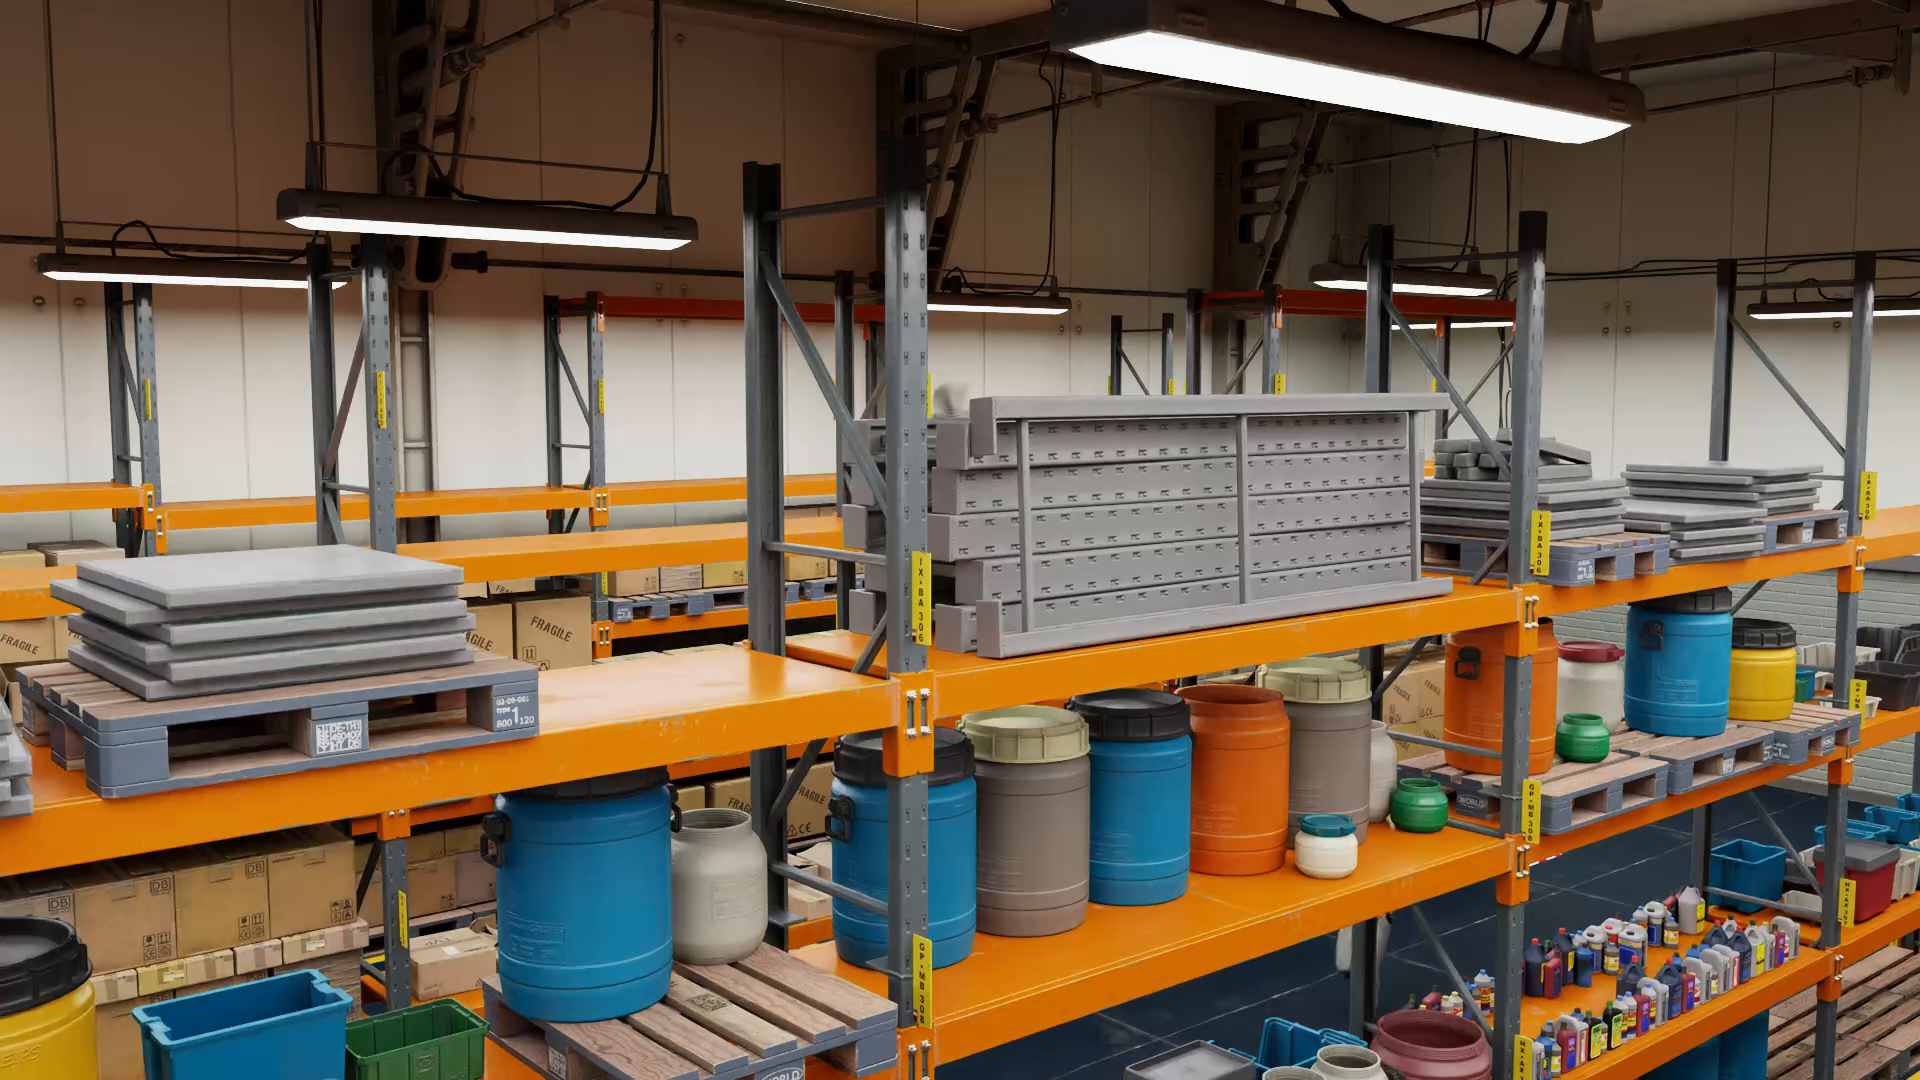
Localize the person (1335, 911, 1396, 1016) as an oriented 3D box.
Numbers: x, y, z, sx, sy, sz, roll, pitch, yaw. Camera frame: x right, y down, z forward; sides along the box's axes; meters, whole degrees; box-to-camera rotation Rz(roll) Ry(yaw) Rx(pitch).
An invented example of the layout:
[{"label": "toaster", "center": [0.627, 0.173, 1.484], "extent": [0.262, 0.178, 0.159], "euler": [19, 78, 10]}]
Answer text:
[{"label": "person", "center": [3.272, 3.023, 13.377], "extent": [0.670, 1.742, 0.542], "euler": [4, 7, 38]}]
